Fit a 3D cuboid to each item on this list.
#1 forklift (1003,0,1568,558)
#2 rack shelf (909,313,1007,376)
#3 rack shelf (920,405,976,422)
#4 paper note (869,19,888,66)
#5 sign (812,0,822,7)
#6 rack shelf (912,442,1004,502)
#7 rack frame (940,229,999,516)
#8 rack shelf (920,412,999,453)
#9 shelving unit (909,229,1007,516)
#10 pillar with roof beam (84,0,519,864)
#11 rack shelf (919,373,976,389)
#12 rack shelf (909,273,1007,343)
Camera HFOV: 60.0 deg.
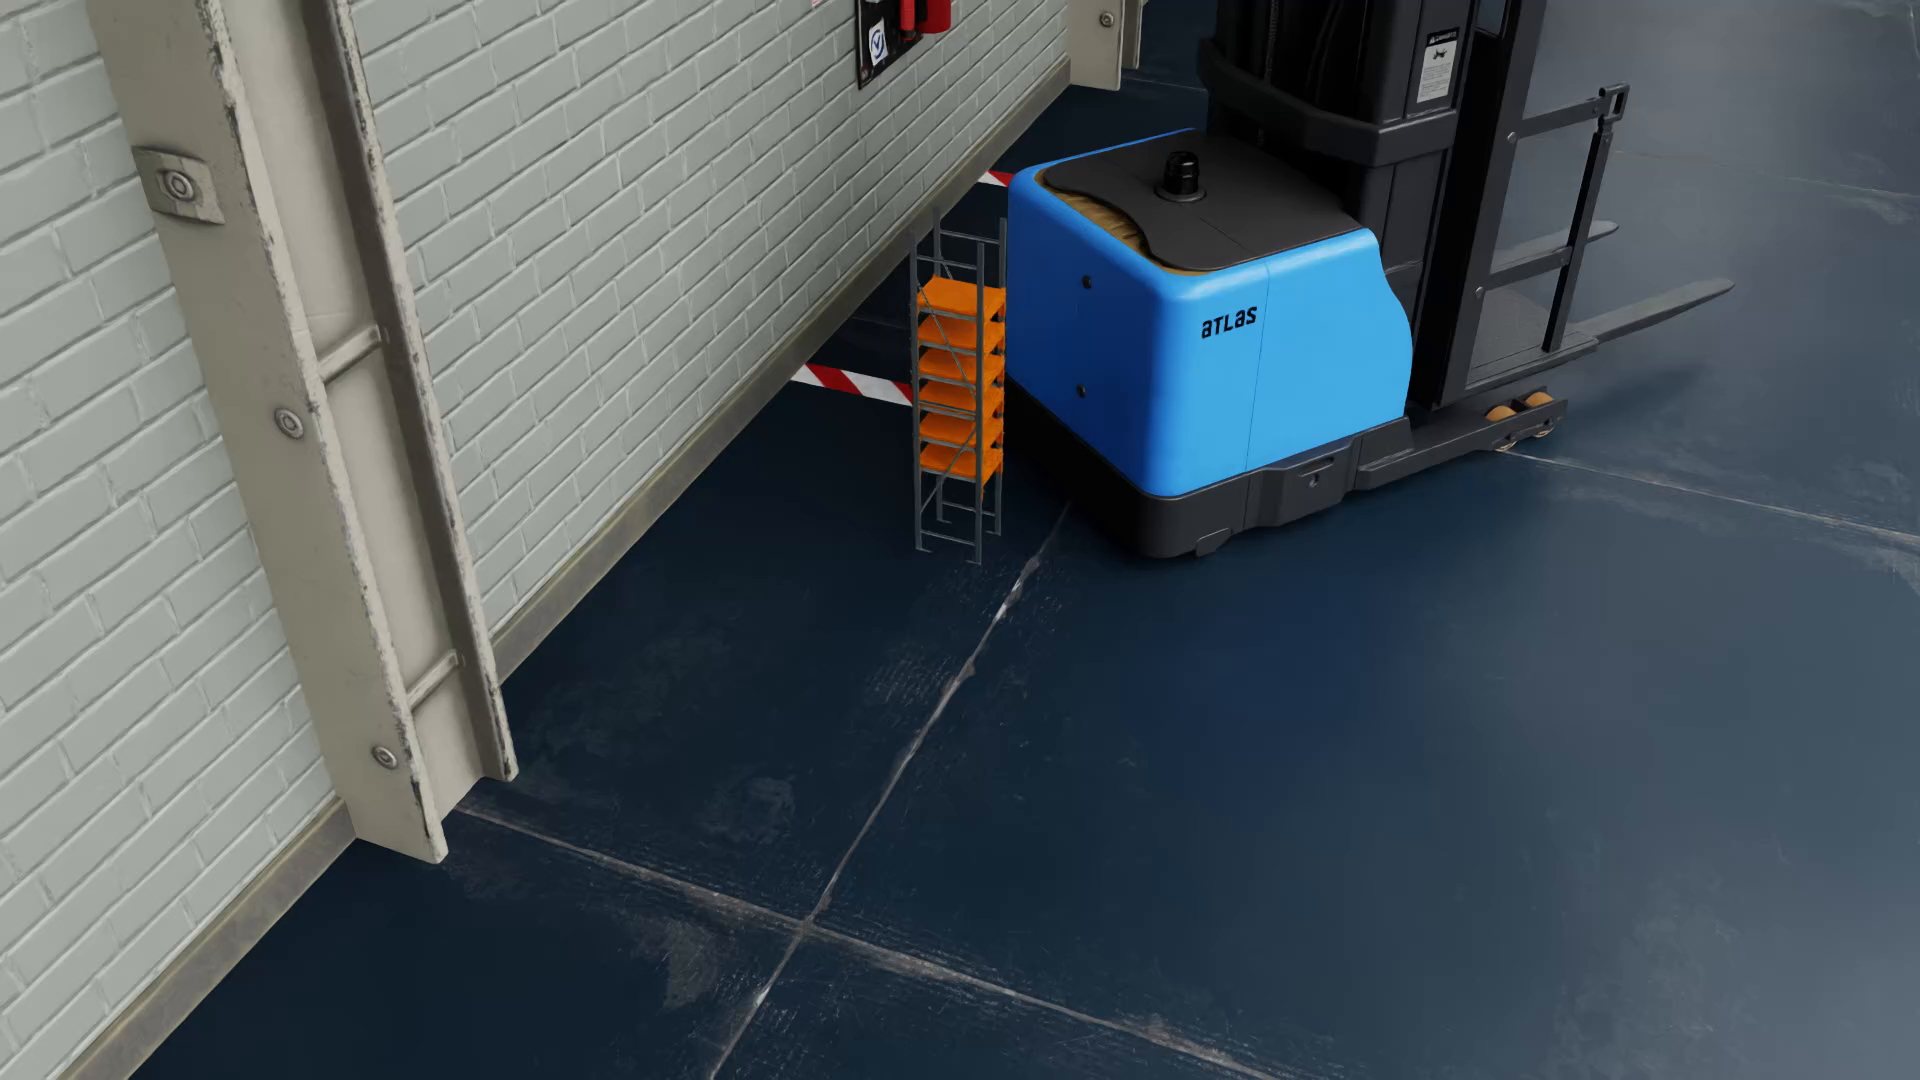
[{"bbox_3d":[1.683,-1.758,5.654,3.031,2.935,1.130,-19,41,-24],"label":"forklift"},{"bbox_3d":[-0.005,-0.629,5.263,0.258,0.103,0.180,14,39,18],"label":"rack shelf"},{"bbox_3d":[-0.005,-0.453,5.395,0.199,0.020,0.166,14,39,18],"label":"rack shelf"},{"bbox_3d":[-0.324,-1.983,6.633,0.016,0.148,0.142,14,39,18],"label":"paper note"},{"bbox_3d":[7.911,-5.353,10.324,11.513,0.391,16.451,14,39,18],"label":"sign"},{"bbox_3d":[-0.006,-0.245,5.550,0.258,0.103,0.180,14,39,18],"label":"rack shelf"},{"bbox_3d":[0.030,-0.523,5.448,0.228,1.046,0.002,14,39,18],"label":"rack frame"},{"bbox_3d":[-0.005,-0.363,5.462,0.221,0.034,0.171,14,39,18],"label":"rack shelf"},{"bbox_3d":[-0.005,-0.473,5.381,0.258,1.046,0.183,14,39,18],"label":"shelving unit"},{"bbox_3d":[2.481,-1.878,0.746,9.100,9.000,0.400,14,39,18],"label":"pillar with roof beam"},{"bbox_3d":[-0.005,-0.549,5.323,0.199,0.020,0.166,14,39,18],"label":"rack shelf"},{"bbox_3d":[-0.005,-0.725,5.191,0.258,0.103,0.180,14,39,18],"label":"rack shelf"}]
